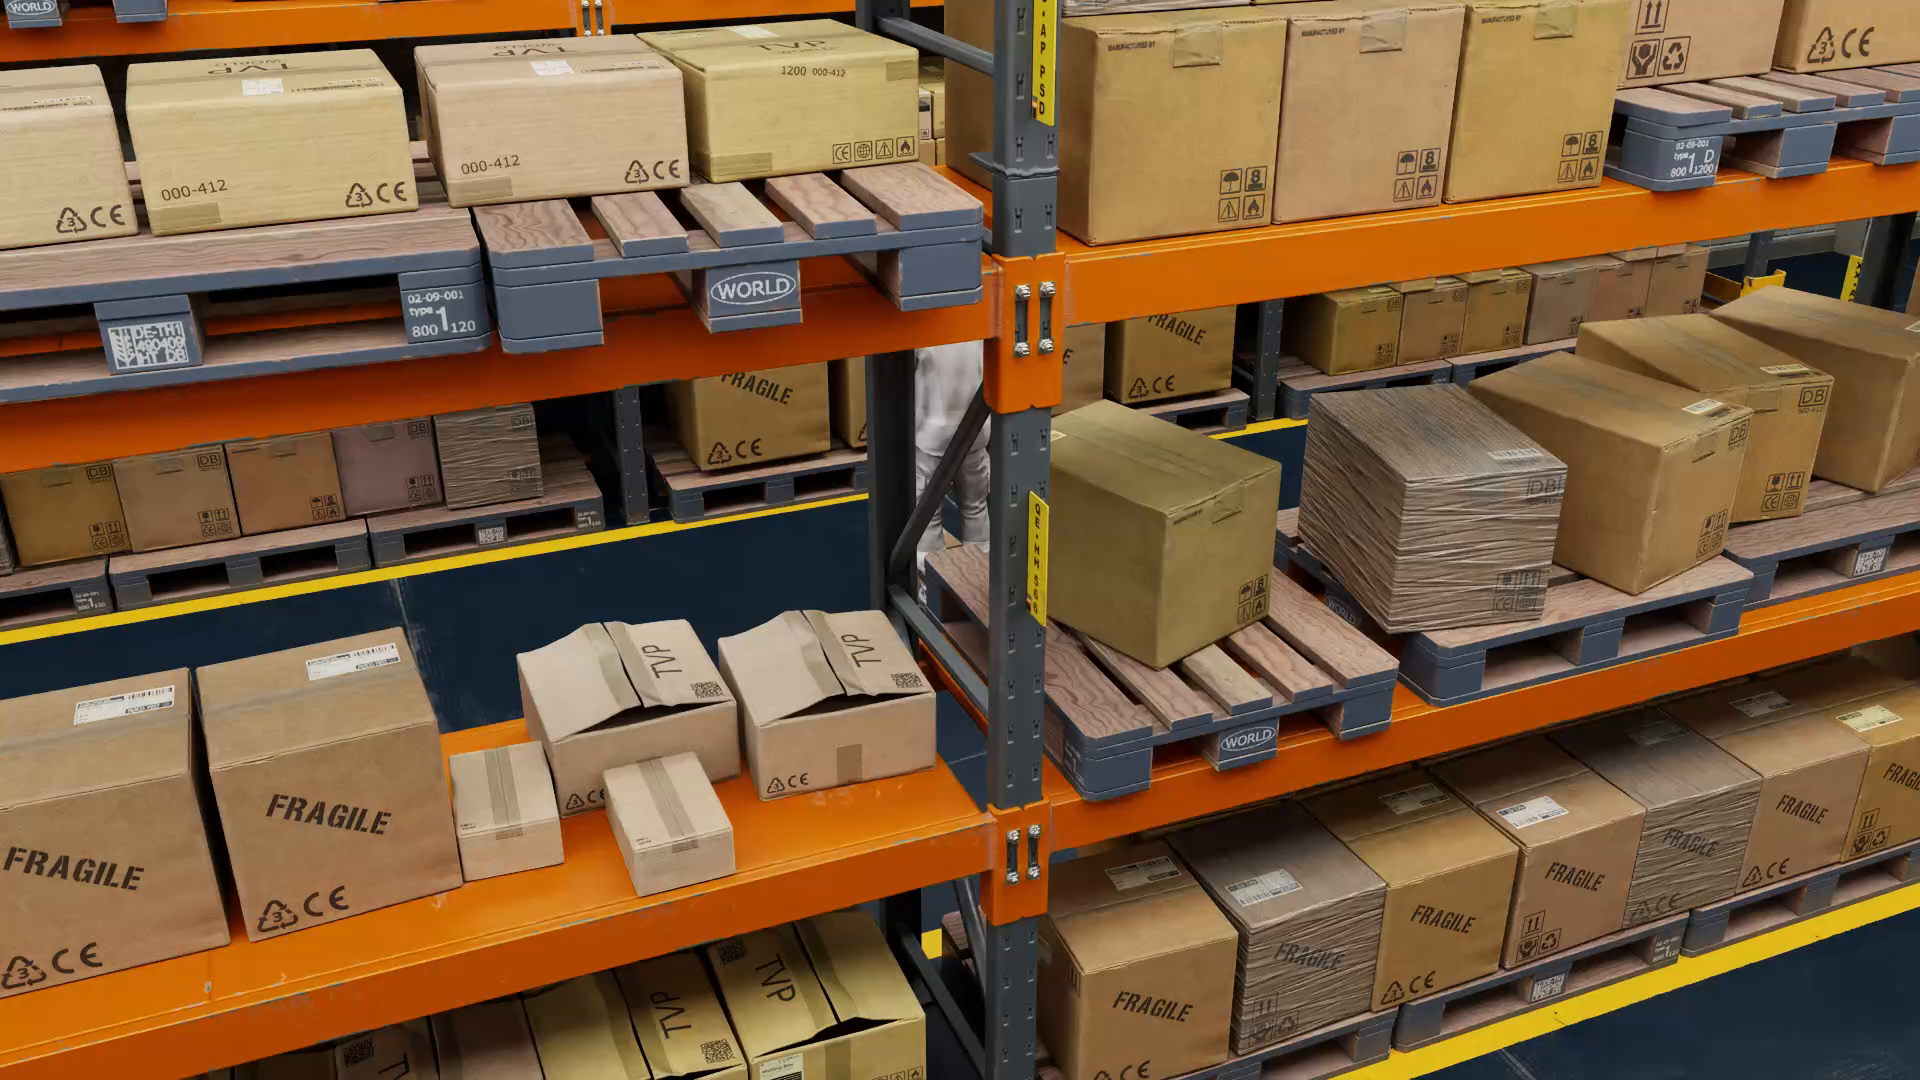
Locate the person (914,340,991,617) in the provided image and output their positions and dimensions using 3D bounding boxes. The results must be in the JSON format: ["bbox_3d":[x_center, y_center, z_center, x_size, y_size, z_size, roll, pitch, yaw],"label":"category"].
[{"bbox_3d":[-0.073,-0.487,7.908,0.621,1.779,0.453,-11,28,-22],"label":"person"}]
